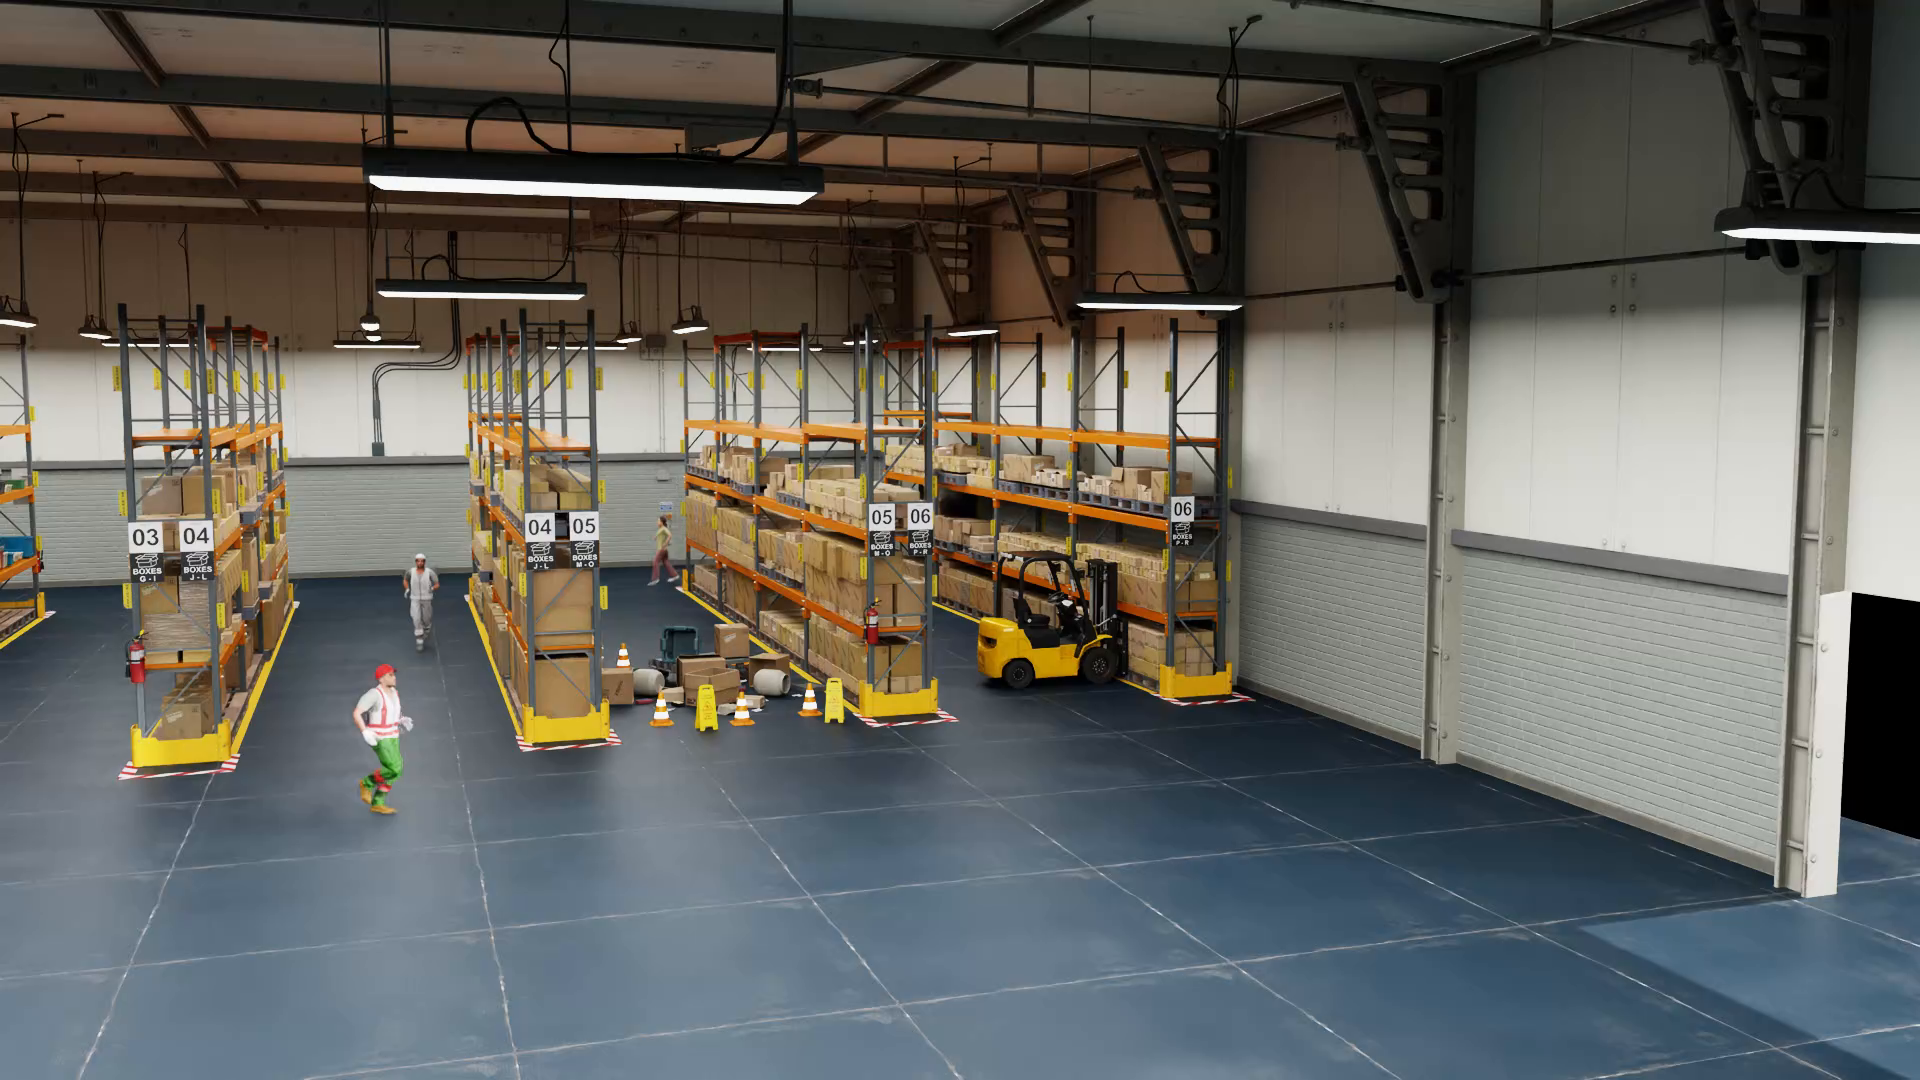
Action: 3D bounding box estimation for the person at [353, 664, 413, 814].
[{"bbox_3d":[-6.695,2.306,19.354,0.580,1.737,0.669,1,6,12],"label":"person"}]

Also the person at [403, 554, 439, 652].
[{"bbox_3d":[-10.127,1.145,31.265,0.656,1.792,0.983,-1,6,-15],"label":"person"}]

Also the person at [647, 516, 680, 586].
[{"bbox_3d":[-7.338,0.272,41.084,0.793,1.721,0.584,-1,5,-8],"label":"person"}]
